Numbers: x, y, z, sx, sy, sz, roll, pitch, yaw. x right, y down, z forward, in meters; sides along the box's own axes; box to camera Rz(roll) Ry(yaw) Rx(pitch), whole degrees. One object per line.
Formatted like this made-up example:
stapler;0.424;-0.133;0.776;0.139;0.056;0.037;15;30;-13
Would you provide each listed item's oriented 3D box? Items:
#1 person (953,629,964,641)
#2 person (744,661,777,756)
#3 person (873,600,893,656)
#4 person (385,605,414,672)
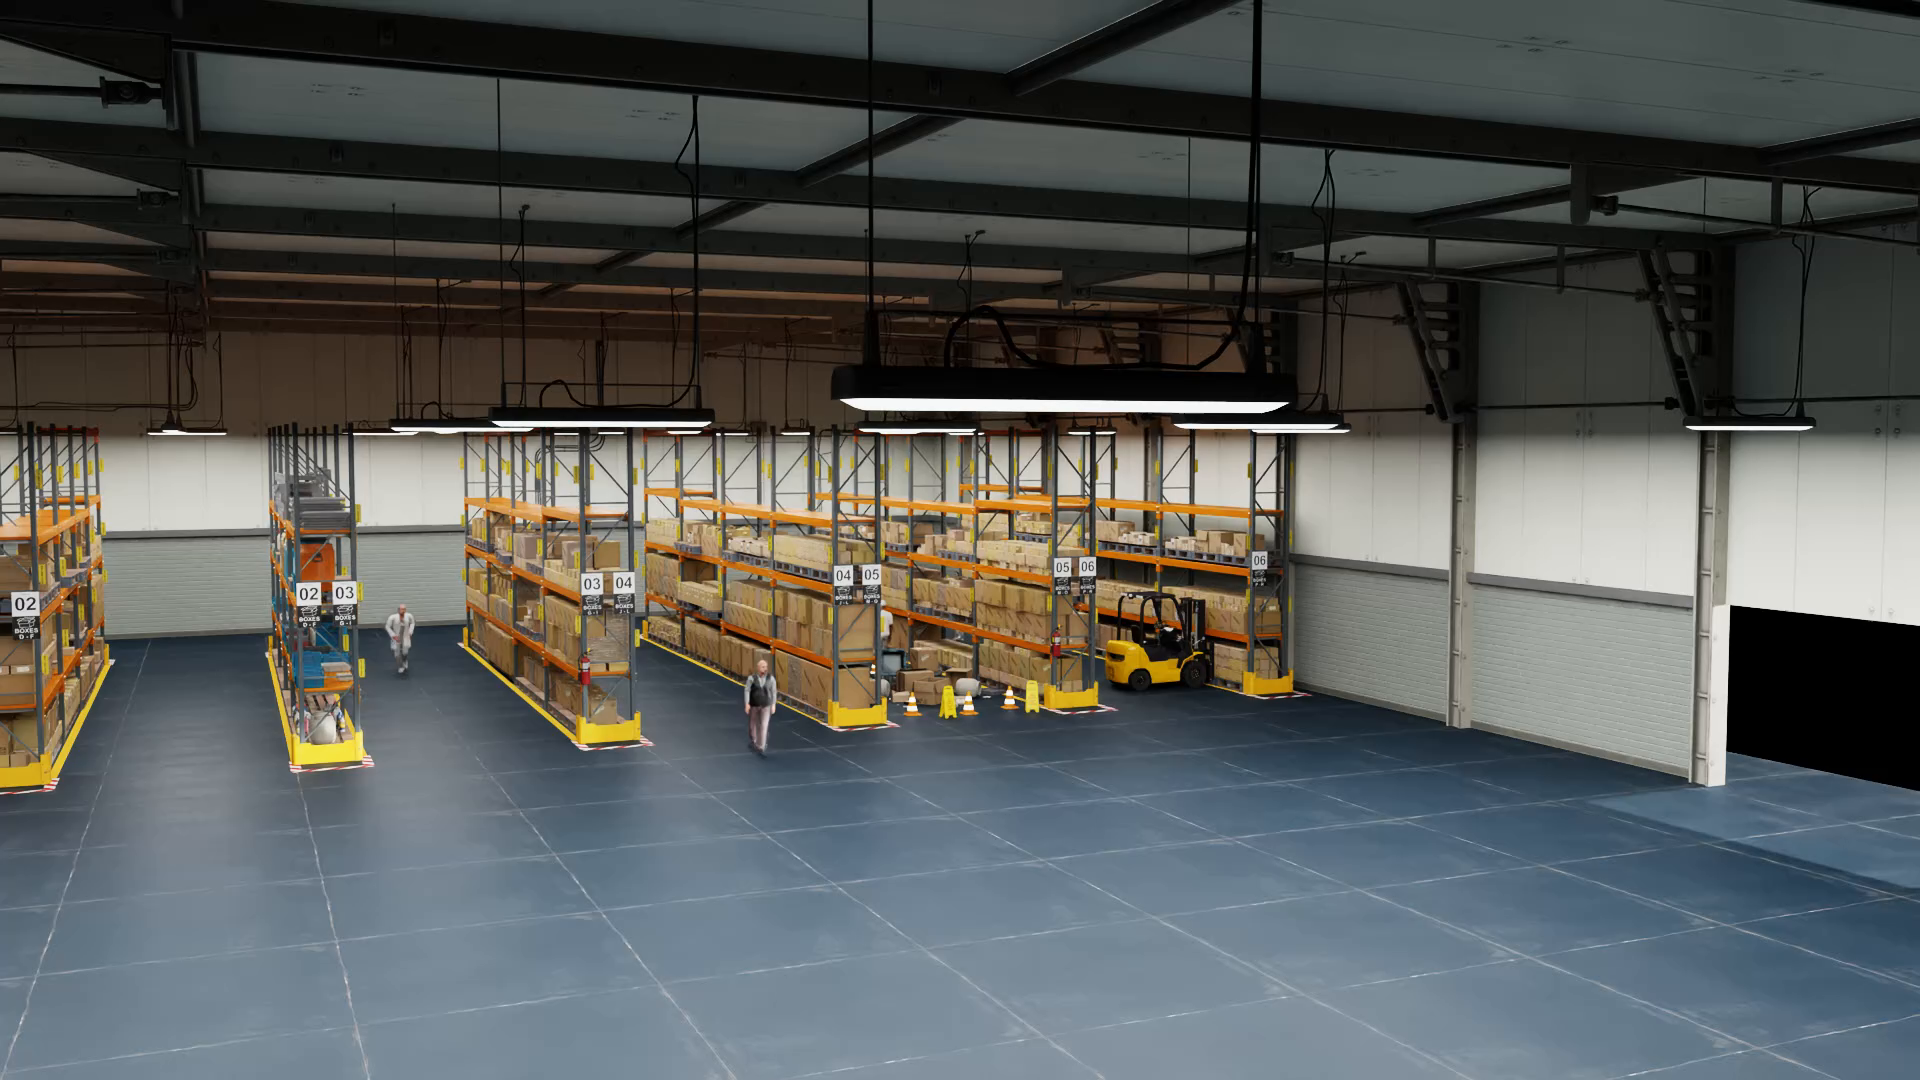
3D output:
person;-0.036;2.057;47.068;0.372;1.612;0.446;2;4;32
person;-3.624;3.037;30.247;0.612;1.685;0.935;-1;4;-15
person;-1.918;2.347;40.685;0.616;1.761;0.473;-2;4;-28
person;-13.688;2.500;40.657;0.674;1.498;0.670;-1;4;-17
